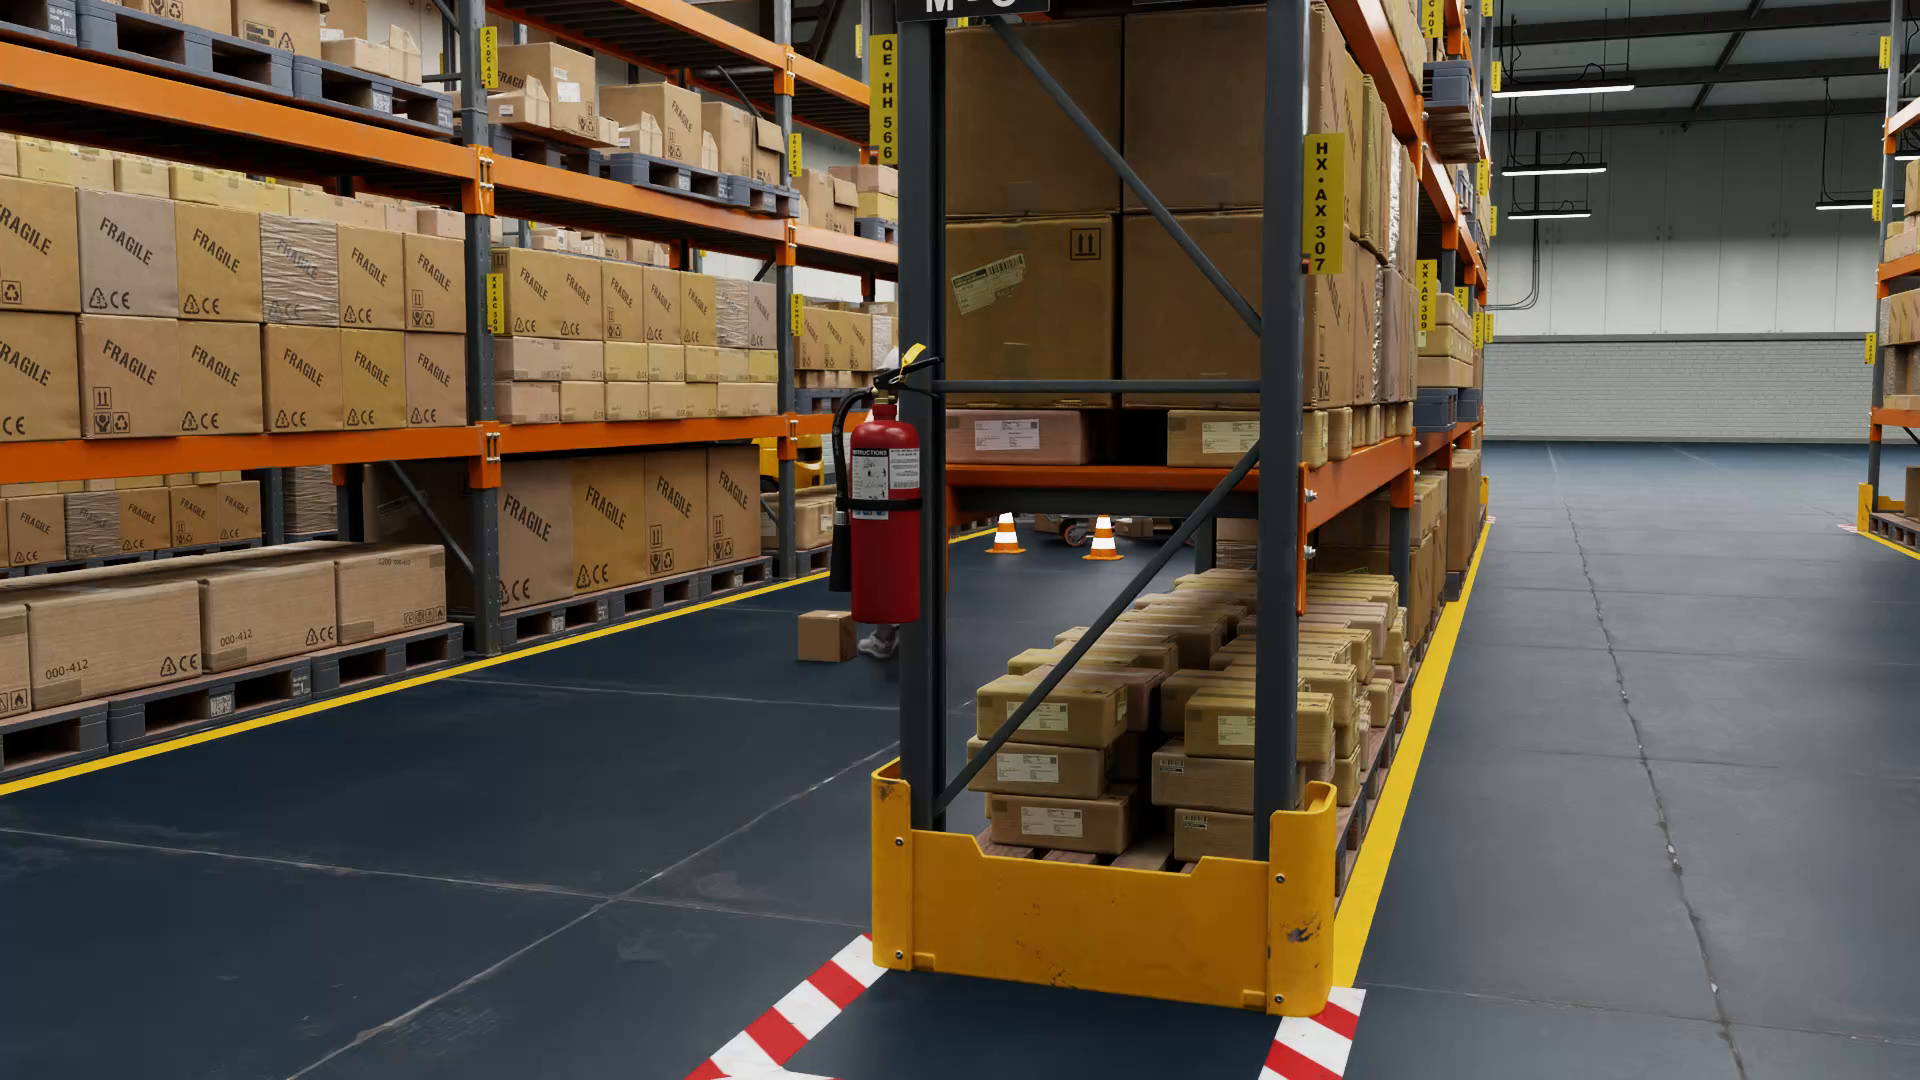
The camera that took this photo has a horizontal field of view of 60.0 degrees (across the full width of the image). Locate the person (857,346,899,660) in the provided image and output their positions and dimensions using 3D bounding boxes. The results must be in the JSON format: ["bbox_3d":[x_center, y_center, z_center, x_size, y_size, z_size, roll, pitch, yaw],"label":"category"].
[{"bbox_3d":[-0.374,-0.185,9.074,0.598,1.740,0.831,-5,7,-42],"label":"person"}]
